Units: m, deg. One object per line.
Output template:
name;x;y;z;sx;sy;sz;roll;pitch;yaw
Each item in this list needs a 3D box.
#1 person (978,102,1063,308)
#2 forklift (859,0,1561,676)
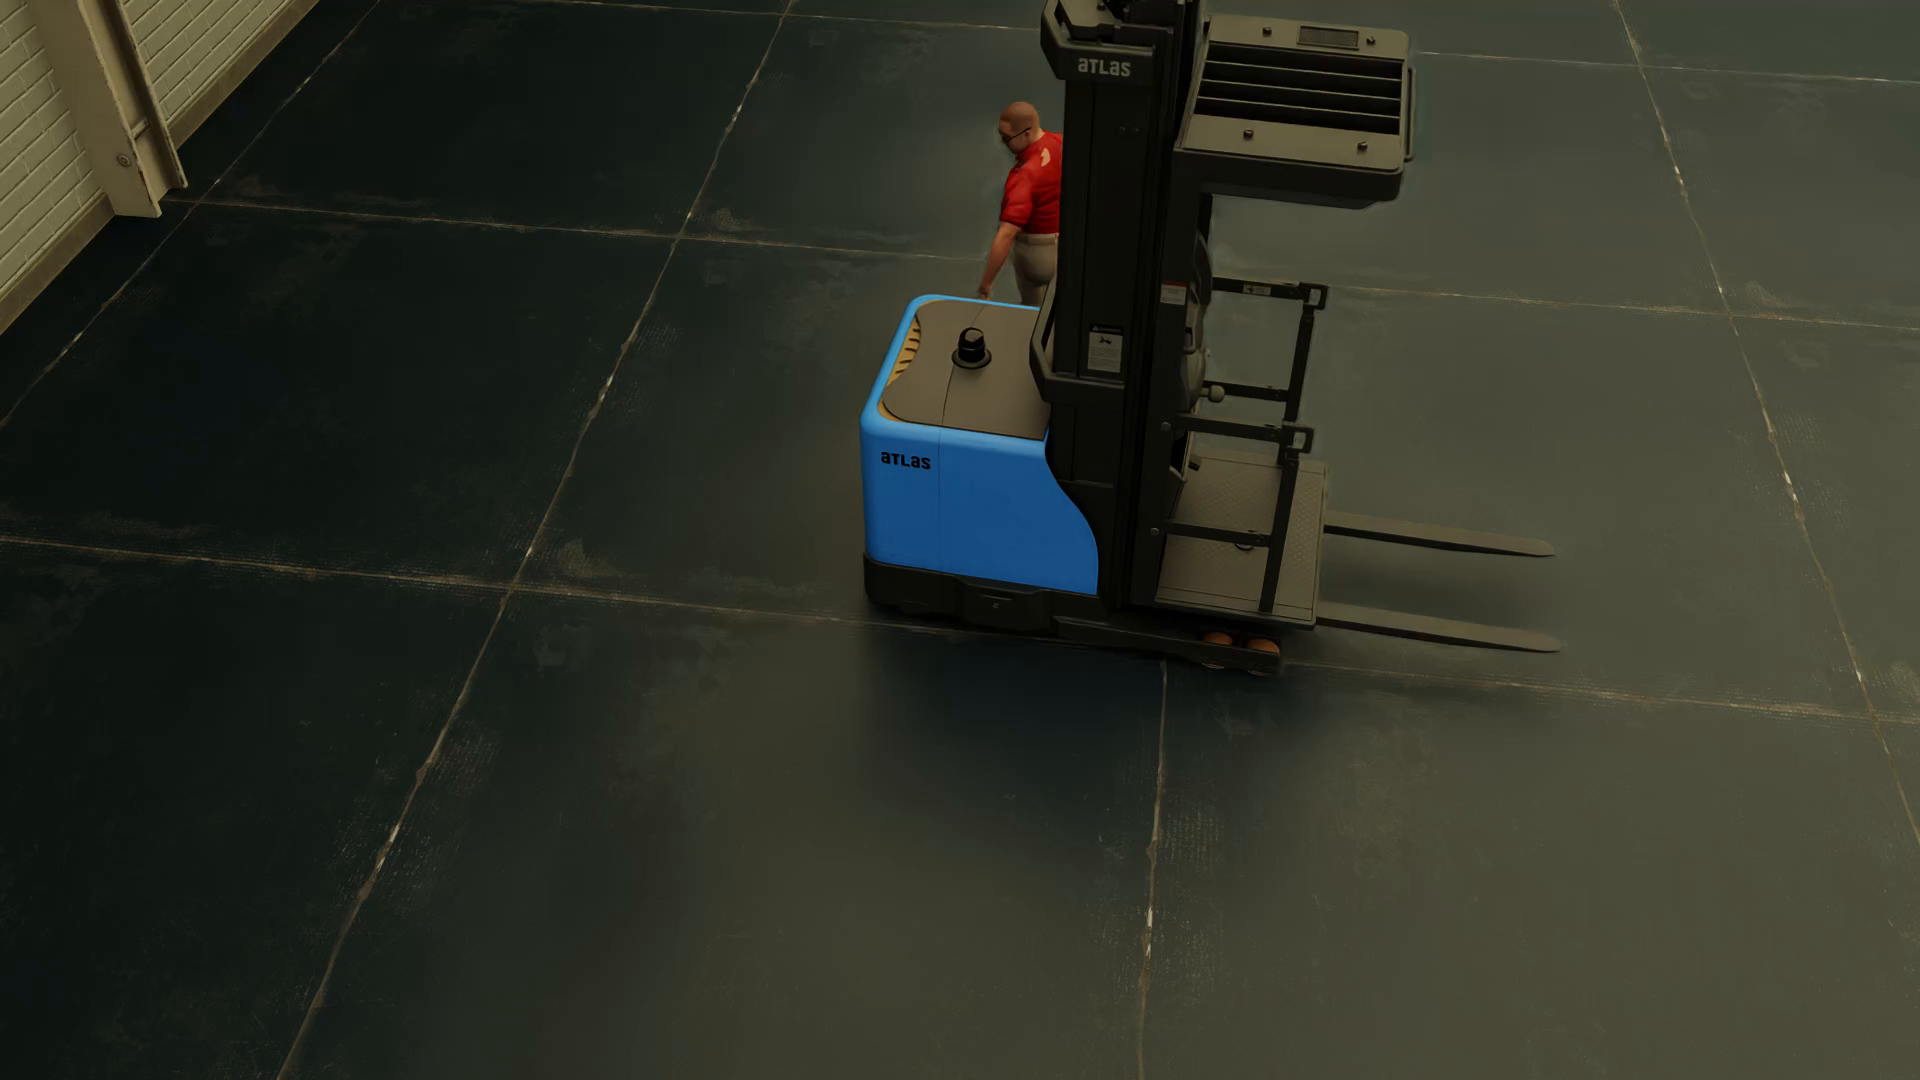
person;0.373;-1.493;8.449;0.636;1.509;0.896;-6;43;-7
forklift;1.140;-0.884;6.686;3.031;2.935;1.130;8;43;9
